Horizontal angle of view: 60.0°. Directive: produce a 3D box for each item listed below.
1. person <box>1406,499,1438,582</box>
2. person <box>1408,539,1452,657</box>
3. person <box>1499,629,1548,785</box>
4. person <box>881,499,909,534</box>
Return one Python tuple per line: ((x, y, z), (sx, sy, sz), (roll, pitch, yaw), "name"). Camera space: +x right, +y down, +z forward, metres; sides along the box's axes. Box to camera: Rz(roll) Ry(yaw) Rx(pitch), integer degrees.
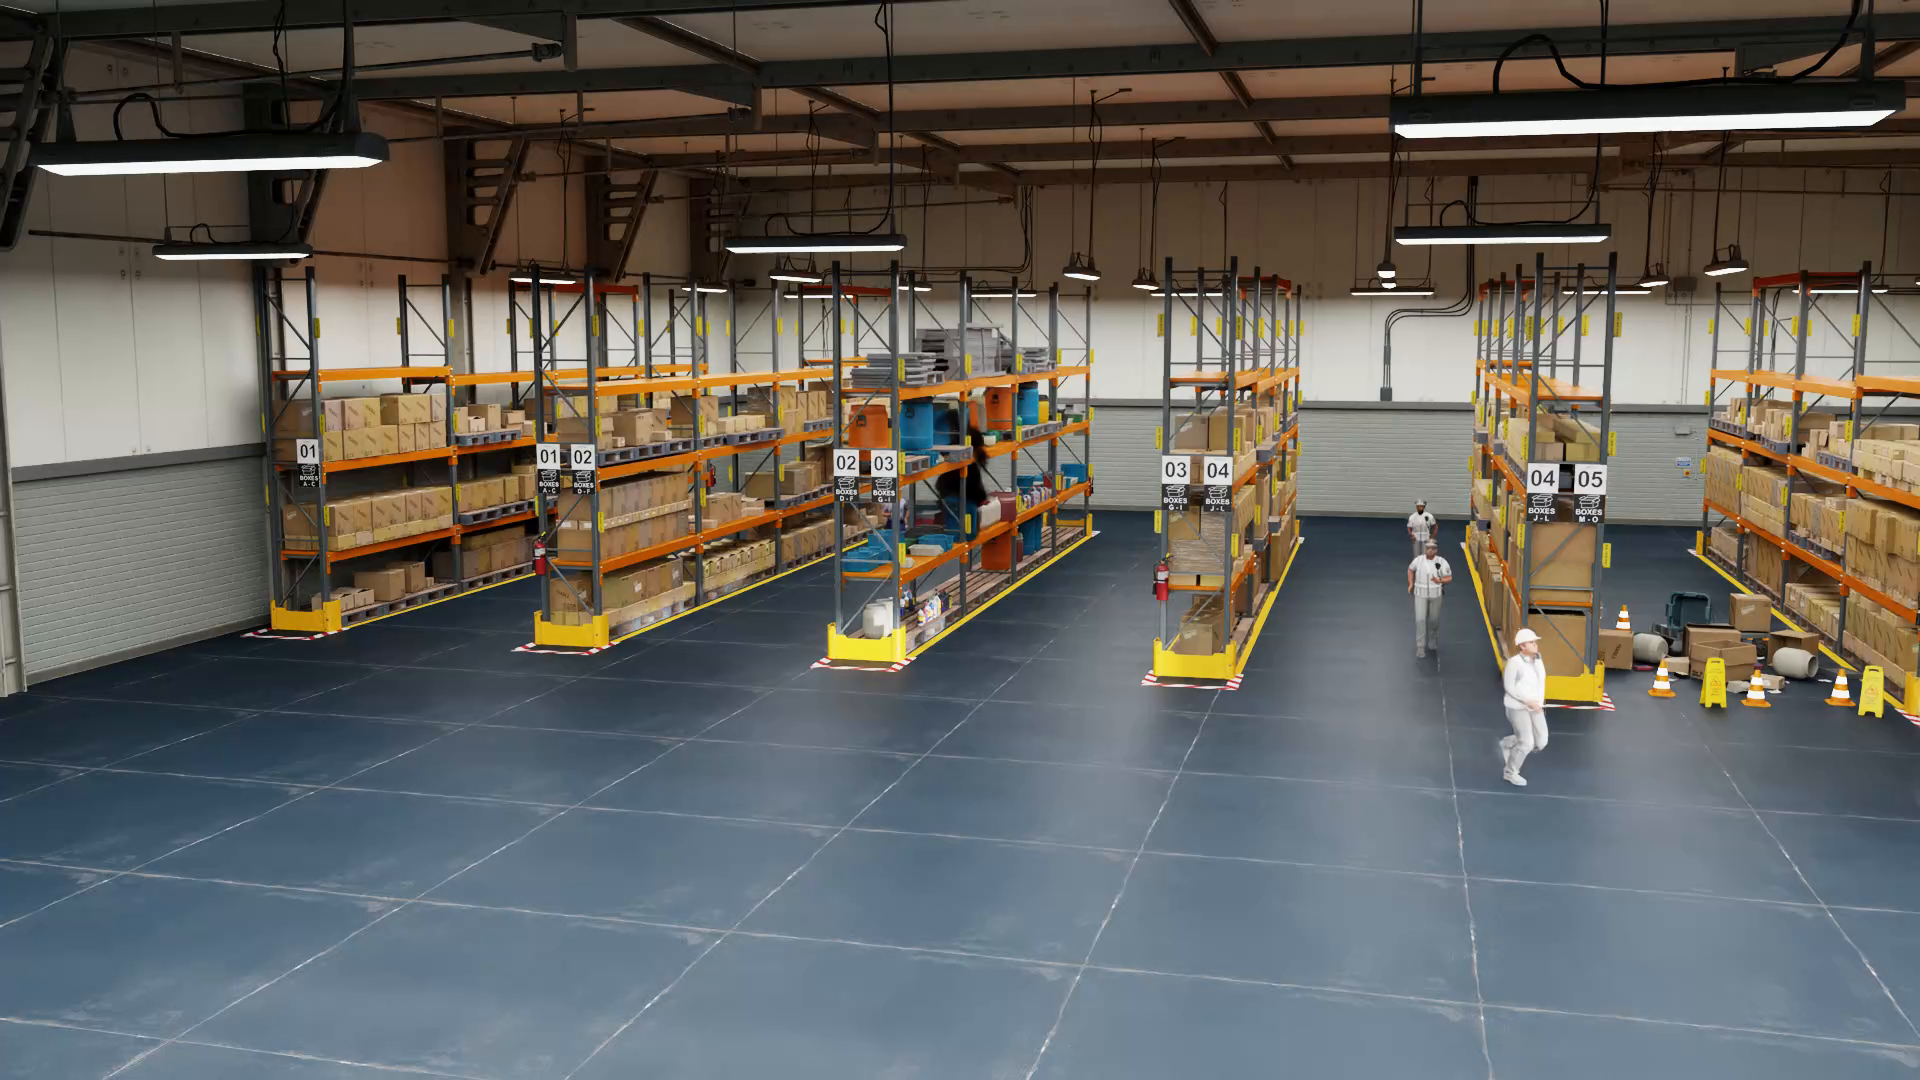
((9.107, 0.020, 32.821), (0.590, 1.660, 0.572), (2, 8, 18), "person")
((7.215, 0.855, 25.594), (0.666, 1.775, 0.947), (2, 8, 17), "person")
((6.233, 1.832, 18.365), (0.679, 1.735, 0.646), (-5, 9, -35), "person")
((-1.349, -0.279, 35.040), (0.608, 1.647, 0.880), (0, 7, 1), "person")
